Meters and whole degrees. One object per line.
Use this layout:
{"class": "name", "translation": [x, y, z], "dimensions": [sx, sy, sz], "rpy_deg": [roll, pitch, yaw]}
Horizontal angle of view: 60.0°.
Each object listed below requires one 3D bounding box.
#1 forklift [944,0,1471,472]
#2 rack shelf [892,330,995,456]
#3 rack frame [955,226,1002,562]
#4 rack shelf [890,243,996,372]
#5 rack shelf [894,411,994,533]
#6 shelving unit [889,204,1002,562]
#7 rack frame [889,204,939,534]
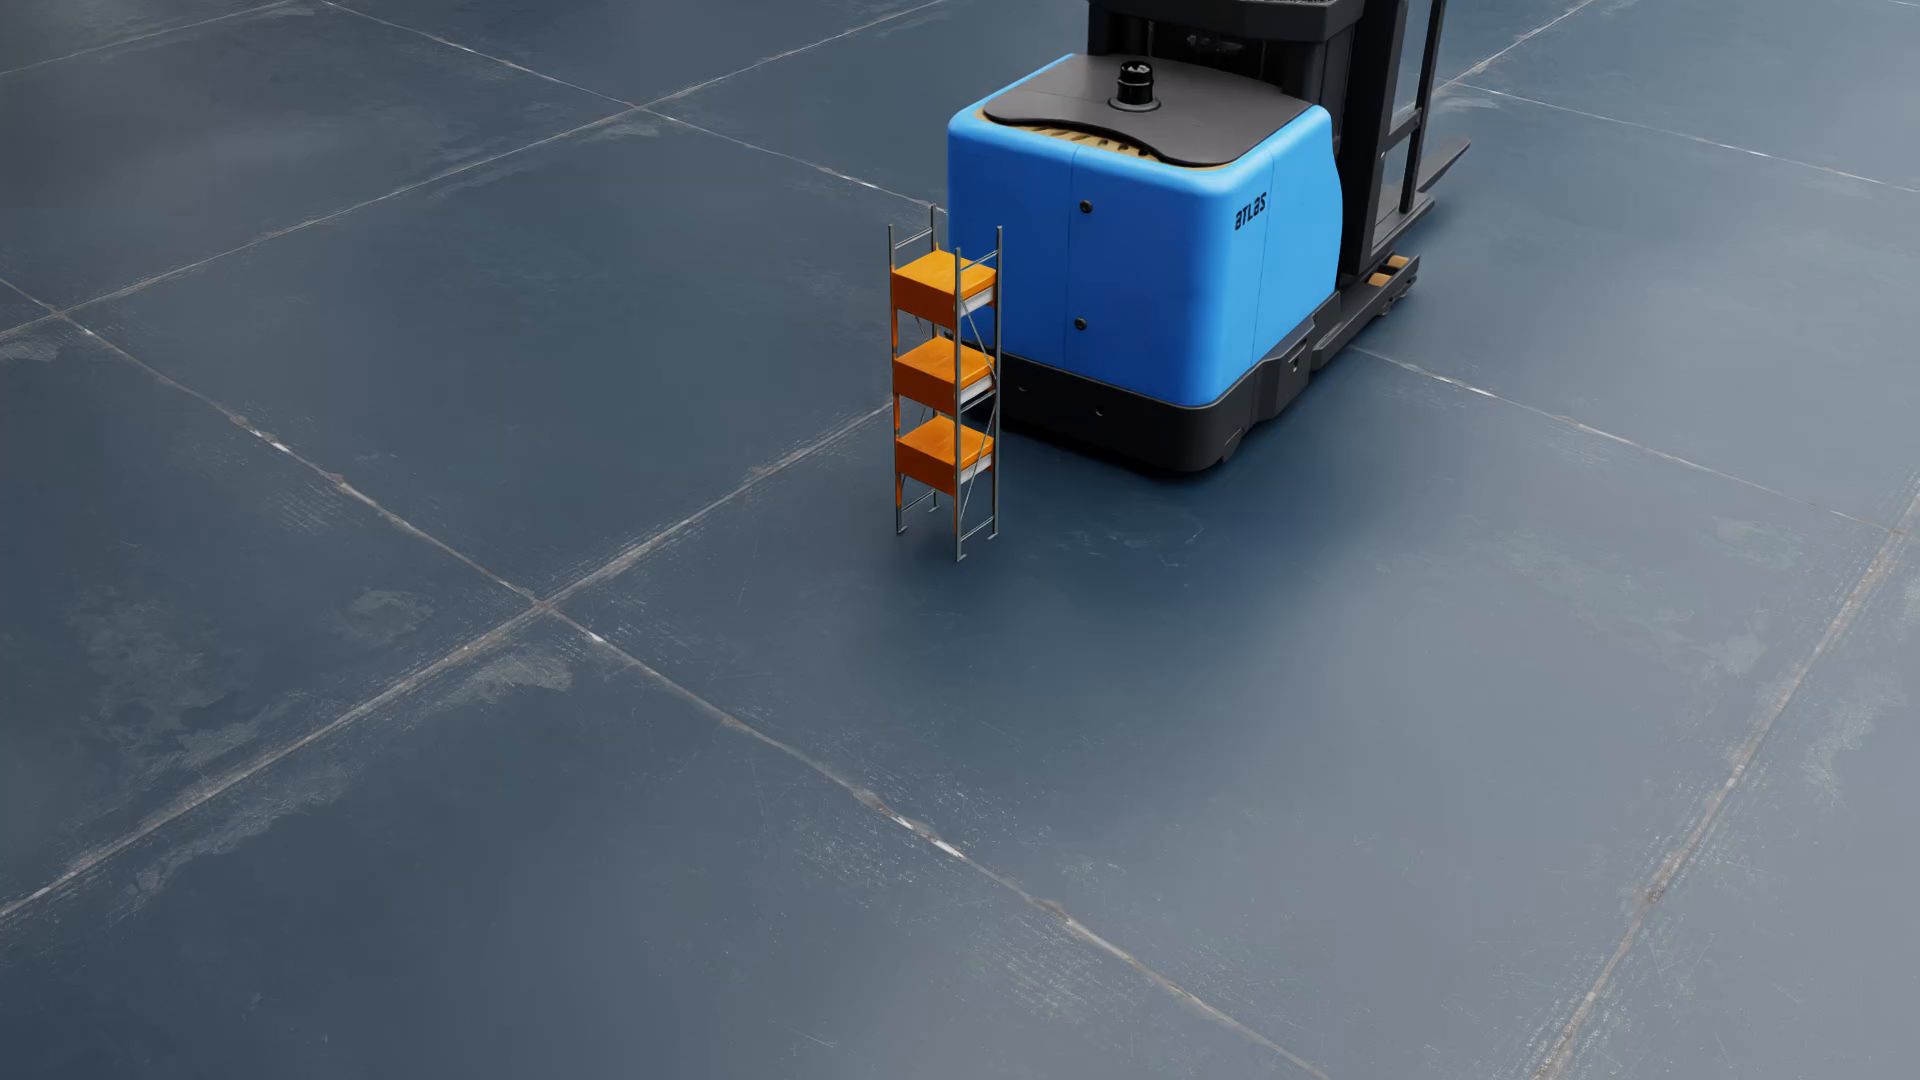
{"class": "forklift", "translation": [1.179, -2.224, 5.899], "dimensions": [1.130, 2.935, 3.031], "rpy_deg": [21, 40, 27]}
{"class": "rack shelf", "translation": [-0.041, -0.443, 4.987], "dimensions": [0.240, 0.259, 0.215], "rpy_deg": [25, 42, 32]}
{"class": "rack frame", "translation": [0.053, -0.408, 4.917], "dimensions": [0.008, 1.050, 0.200], "rpy_deg": [25, 42, 32]}
{"class": "rack shelf", "translation": [-0.041, -0.677, 4.826], "dimensions": [0.240, 0.259, 0.215], "rpy_deg": [25, 42, 32]}
{"class": "rack shelf", "translation": [-0.041, -0.214, 5.144], "dimensions": [0.240, 0.259, 0.215], "rpy_deg": [25, 42, 32]}
{"class": "shelving unit", "translation": [-0.041, -0.452, 4.981], "dimensions": [0.252, 1.050, 0.215], "rpy_deg": [25, 42, 32]}
{"class": "rack frame", "translation": [-0.135, -0.496, 5.045], "dimensions": [0.008, 1.050, 0.200], "rpy_deg": [25, 42, 32]}
